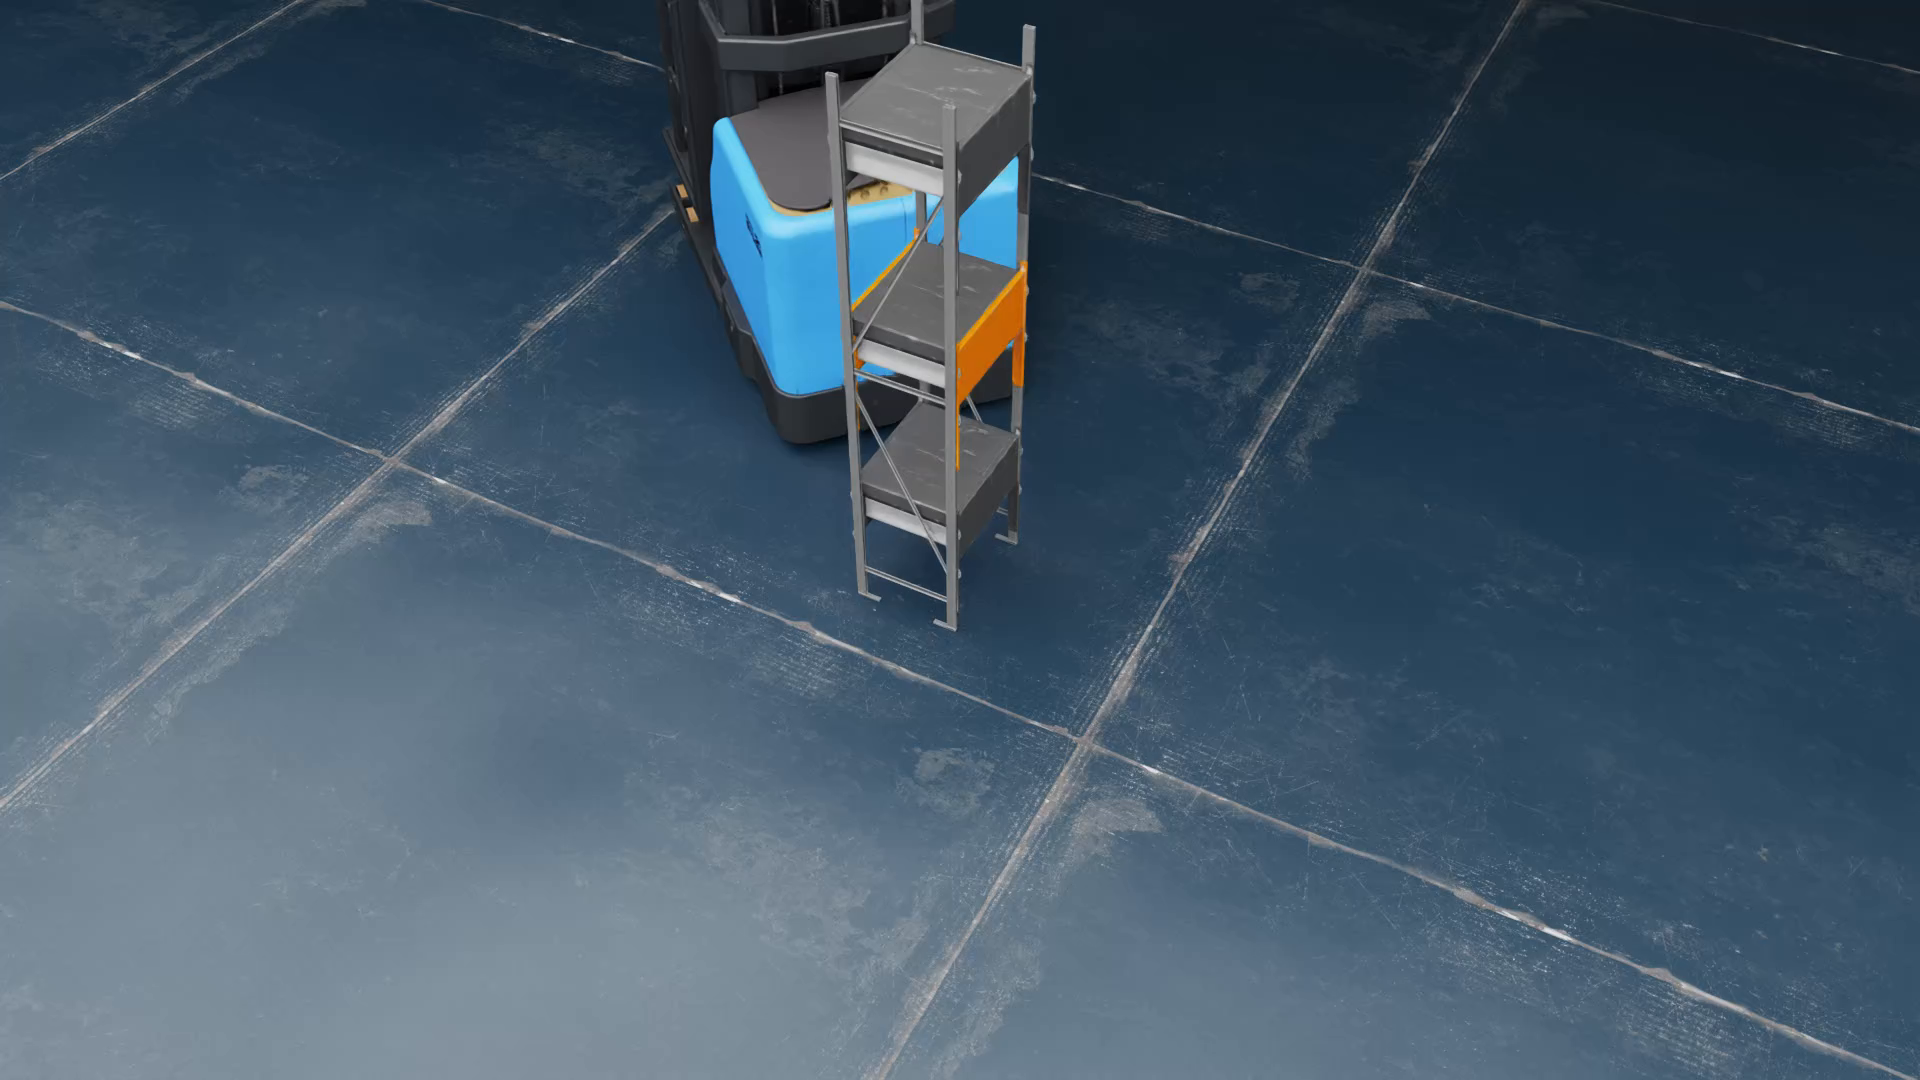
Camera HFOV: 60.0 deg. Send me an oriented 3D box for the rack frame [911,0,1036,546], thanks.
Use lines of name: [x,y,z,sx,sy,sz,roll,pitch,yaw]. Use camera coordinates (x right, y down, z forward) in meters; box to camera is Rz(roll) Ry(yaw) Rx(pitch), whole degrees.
rack frame: [0.036,-0.788,5.552,0.400,2.100,0.015,20,49,19]

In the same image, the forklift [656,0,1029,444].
forklift: [-0.699,-2.474,6.635,1.130,2.935,3.031,-14,47,-14]

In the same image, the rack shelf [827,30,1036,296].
rack shelf: [-0.077,-1.116,4.912,0.431,0.518,0.480,20,49,19]

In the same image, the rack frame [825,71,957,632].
rack frame: [-0.190,-0.480,5.248,0.400,2.100,0.015,20,49,19]

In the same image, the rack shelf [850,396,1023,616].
rack shelf: [-0.077,-0.132,5.908,0.431,0.518,0.480,20,49,19]

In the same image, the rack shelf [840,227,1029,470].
rack shelf: [-0.077,-0.624,5.410,0.431,0.518,0.480,20,49,19]

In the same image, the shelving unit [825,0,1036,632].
shelving unit: [-0.077,-0.634,5.400,0.431,2.100,0.503,20,49,19]
